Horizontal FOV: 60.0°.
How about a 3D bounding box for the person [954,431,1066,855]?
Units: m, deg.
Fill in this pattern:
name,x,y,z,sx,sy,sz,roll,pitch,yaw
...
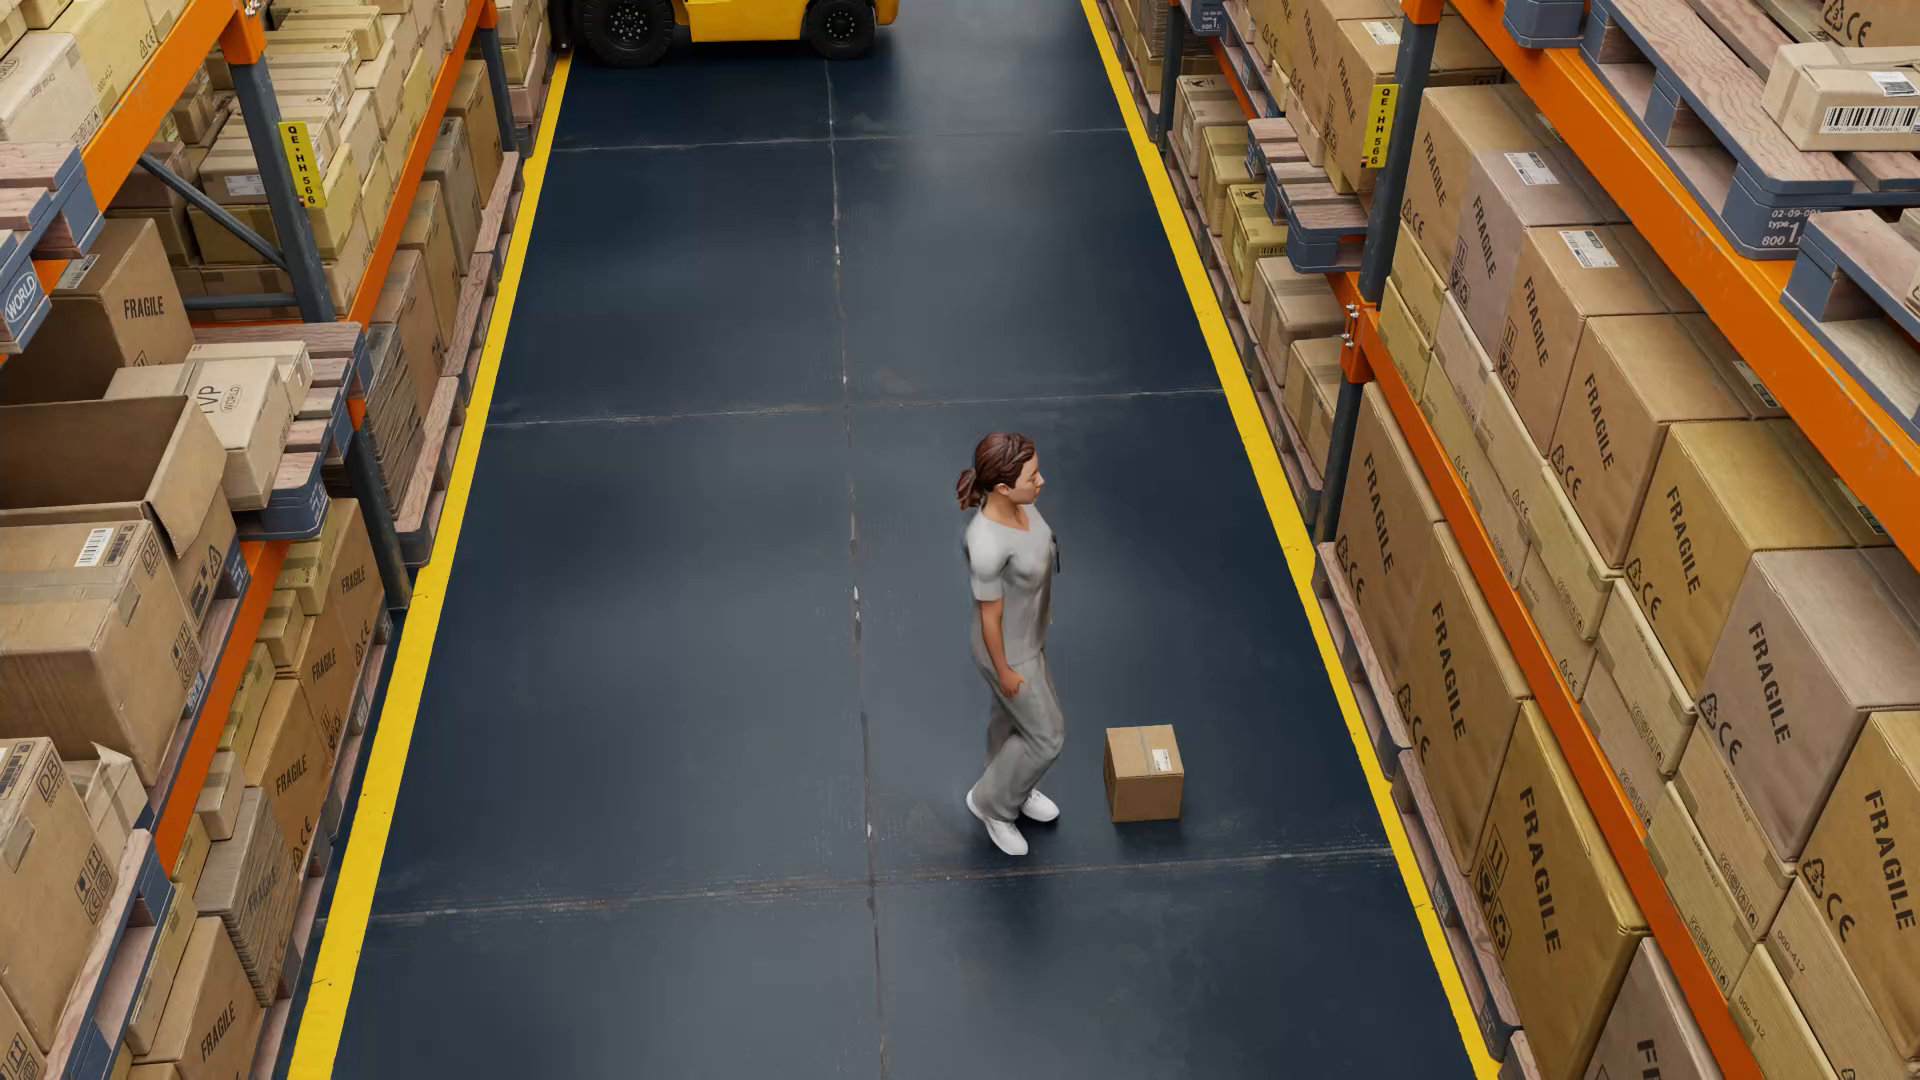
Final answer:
name,x,y,z,sx,sy,sz,roll,pitch,yaw
person,0.187,0.354,5.730,0.433,1.698,0.465,10,40,12
